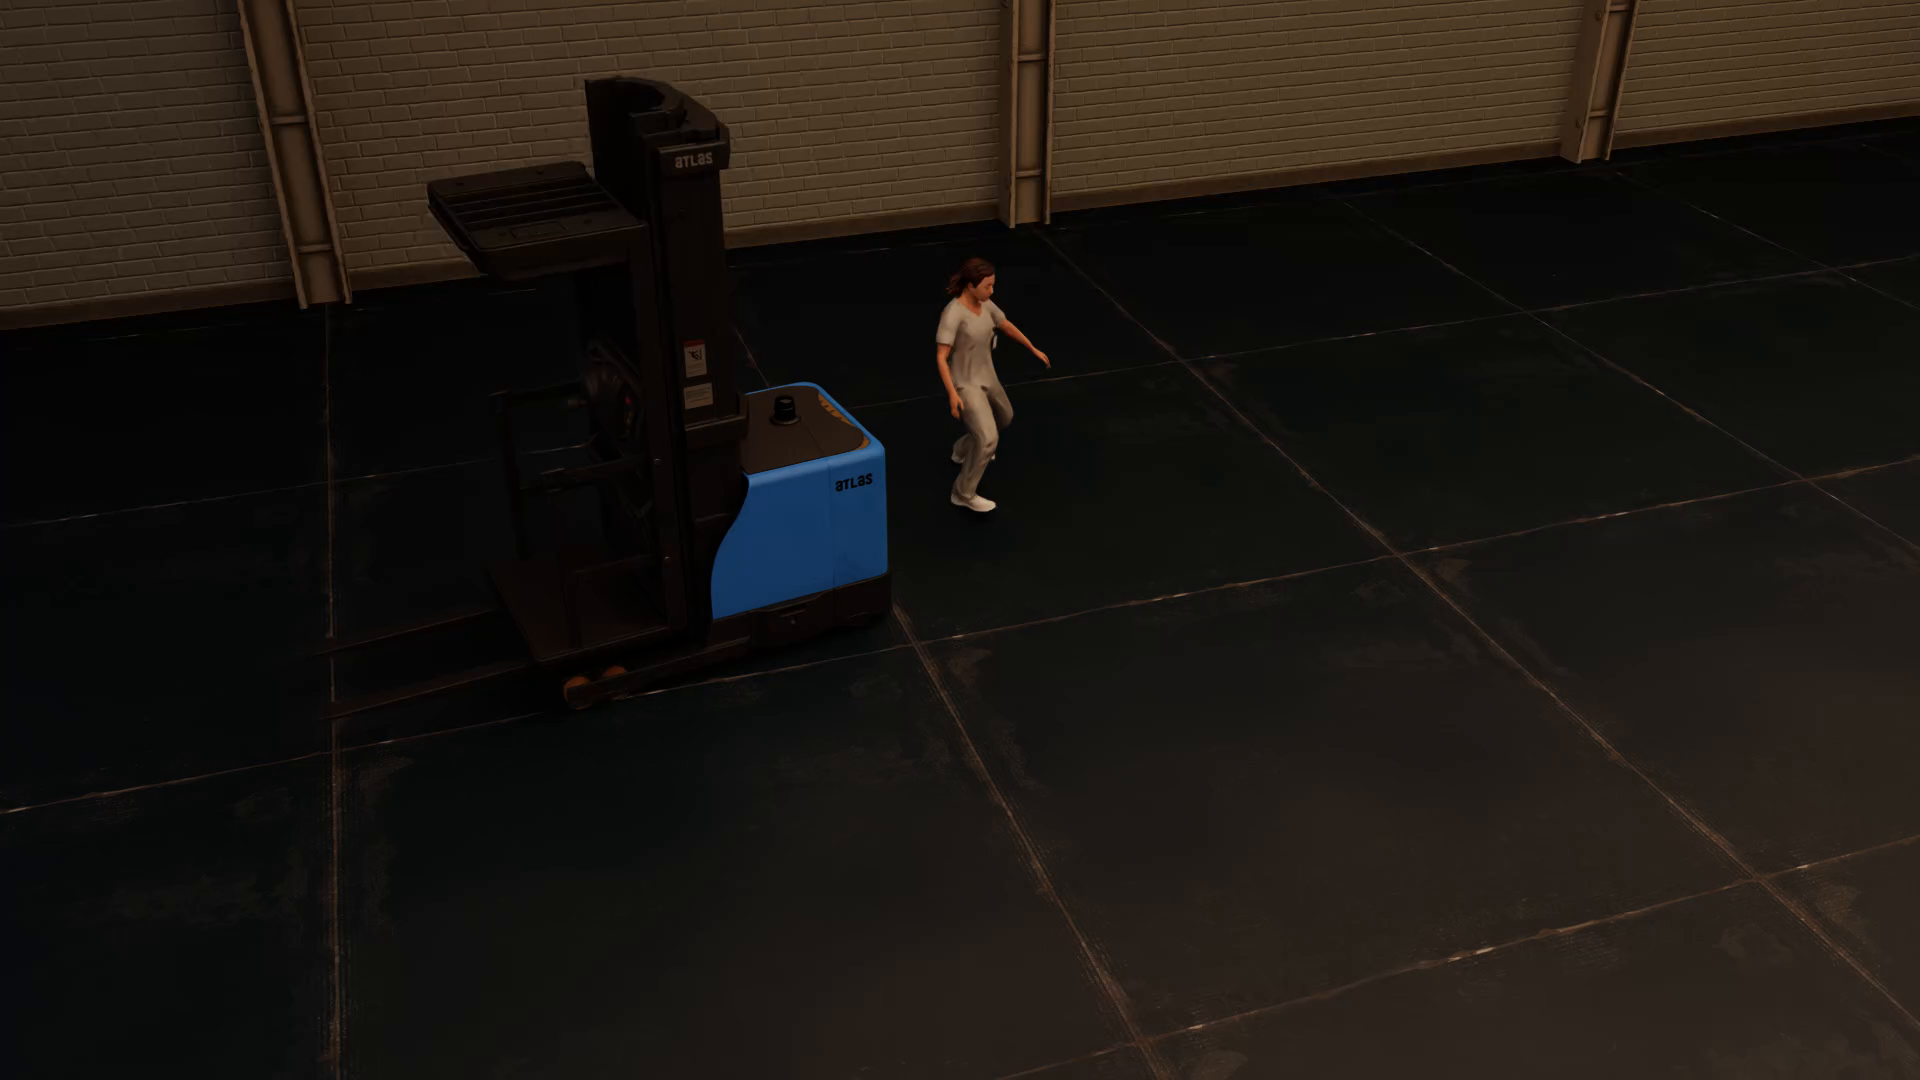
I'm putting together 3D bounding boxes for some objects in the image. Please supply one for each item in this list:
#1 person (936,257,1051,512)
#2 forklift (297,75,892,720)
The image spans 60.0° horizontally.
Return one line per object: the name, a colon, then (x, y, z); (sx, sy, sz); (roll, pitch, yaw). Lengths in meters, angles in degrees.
person: (0.123, -0.997, 10.261); (0.700, 1.551, 0.870); (20, 35, 31)
forklift: (-1.927, -0.704, 8.311); (3.031, 2.935, 1.130); (-15, 33, -24)
